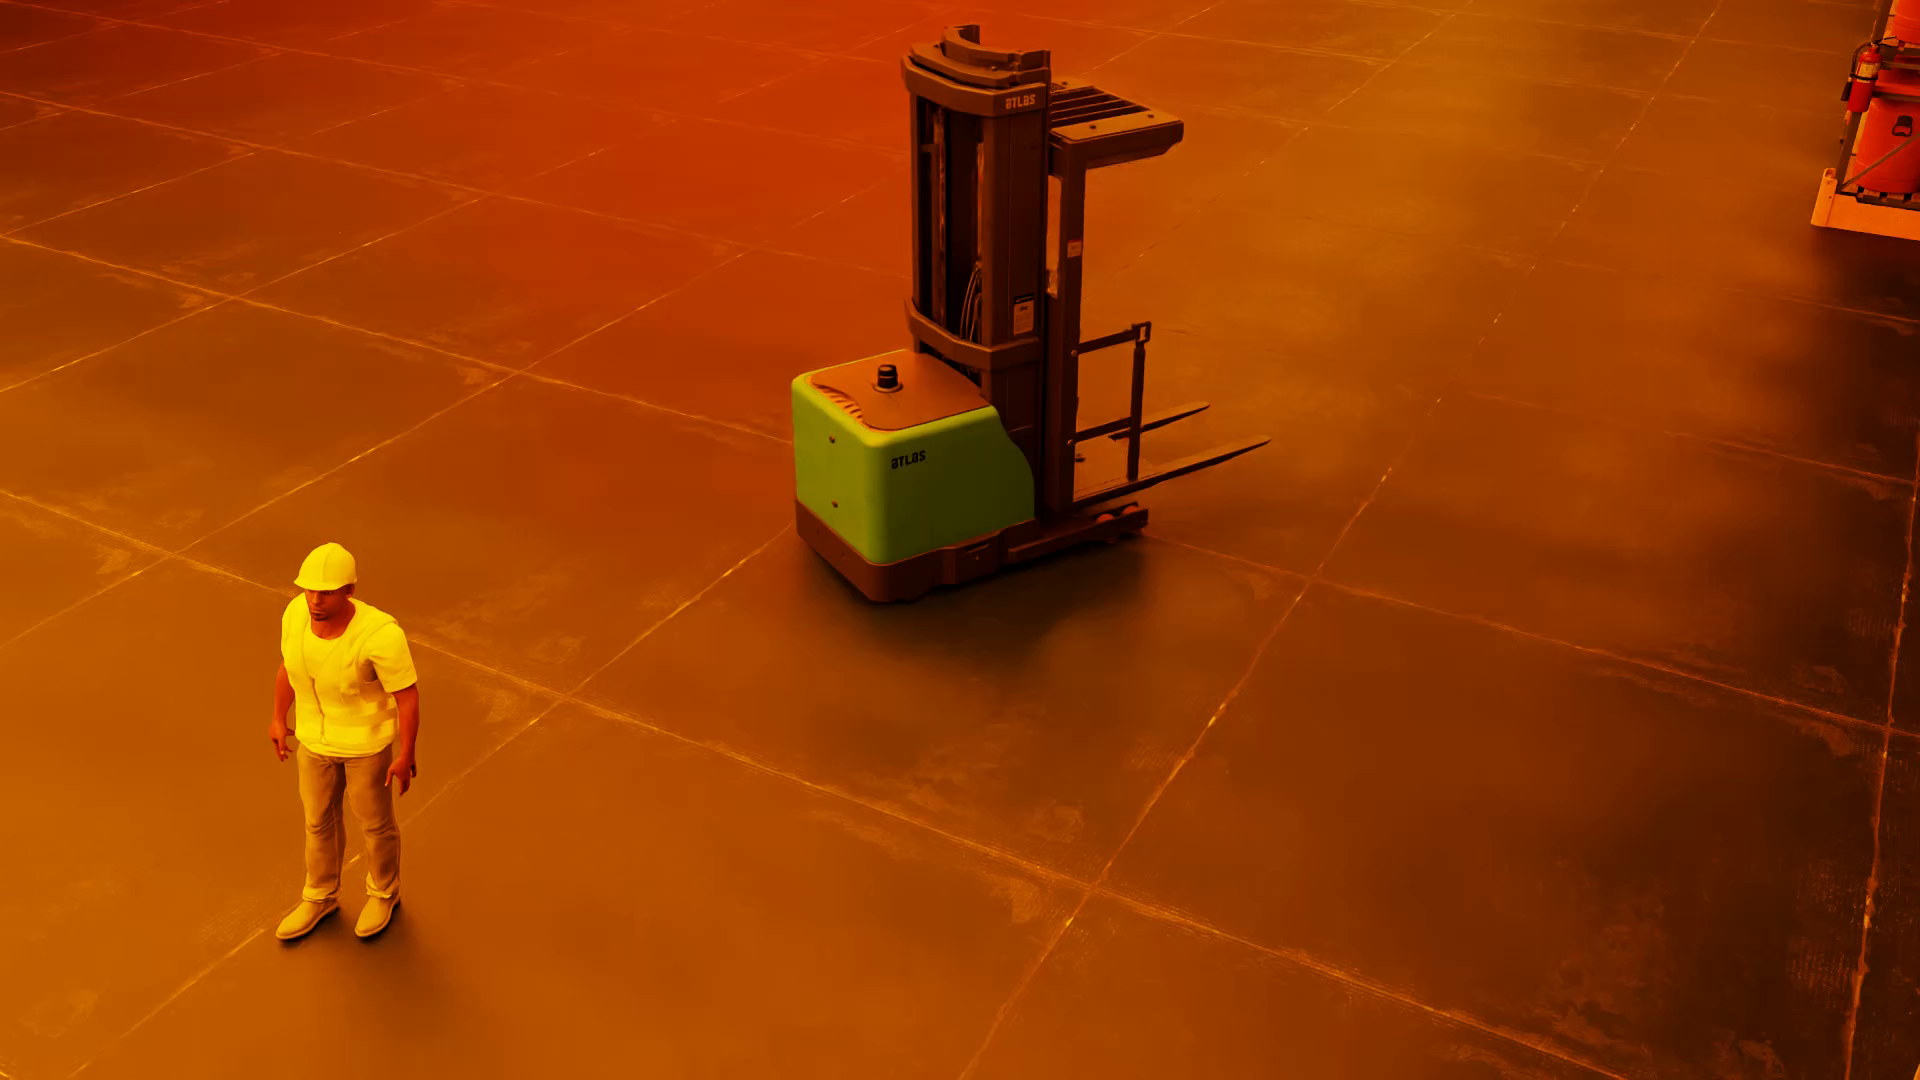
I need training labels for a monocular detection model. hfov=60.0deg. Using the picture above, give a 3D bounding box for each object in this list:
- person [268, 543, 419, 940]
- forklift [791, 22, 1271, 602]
[{"bbox_3d":[-2.534,0.845,6.757,0.666,1.765,0.577,9,31,15],"label":"person"},{"bbox_3d":[0.541,-1.463,9.606,3.031,2.935,1.130,-17,34,-27],"label":"forklift"}]
